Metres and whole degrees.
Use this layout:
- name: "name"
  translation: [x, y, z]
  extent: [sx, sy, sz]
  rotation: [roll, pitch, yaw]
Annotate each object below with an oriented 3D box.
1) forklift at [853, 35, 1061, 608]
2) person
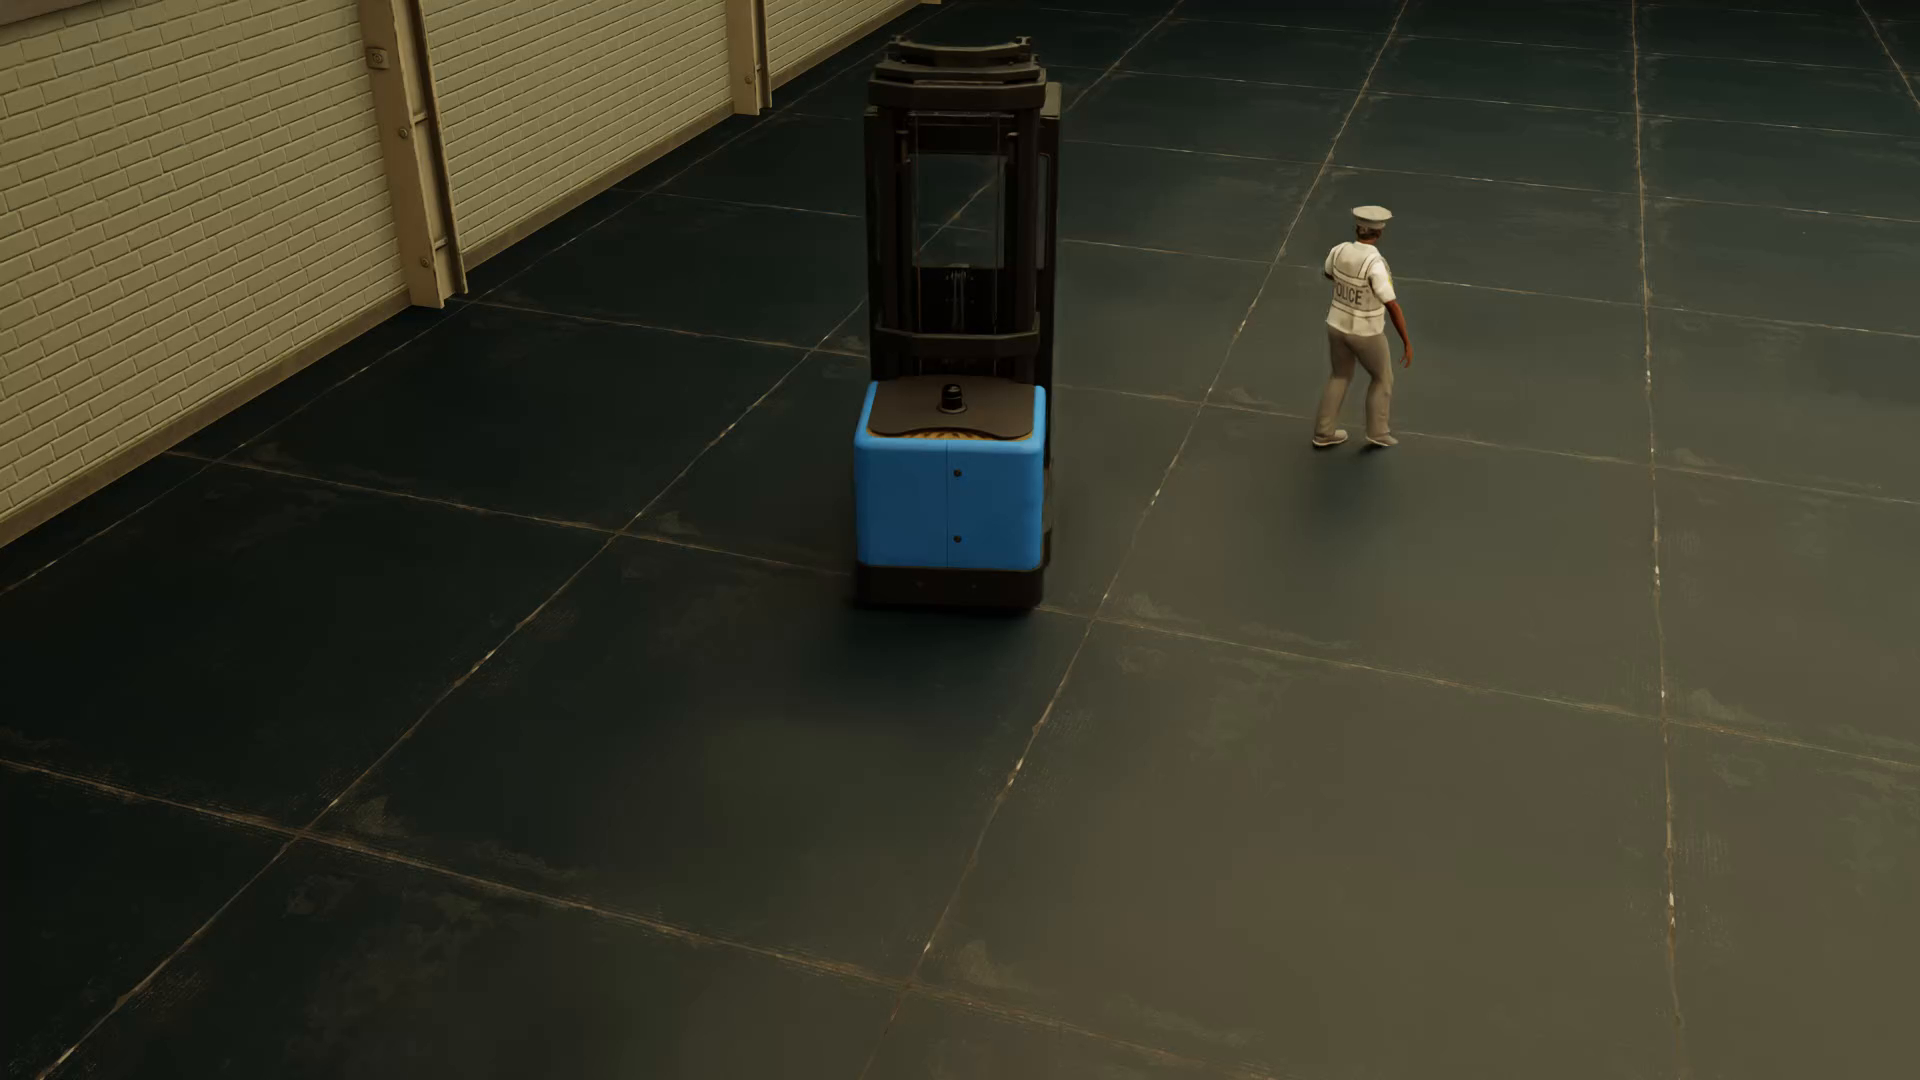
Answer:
- name: "forklift"
  translation: [0.025, -1.592, 9.928]
  extent: [1.130, 2.935, 3.031]
  rotation: [2, 30, 3]
- name: "person"
  translation: [2.669, -1.353, 10.876]
  extent: [0.578, 1.688, 0.906]
  rotation: [-17, 34, -28]
